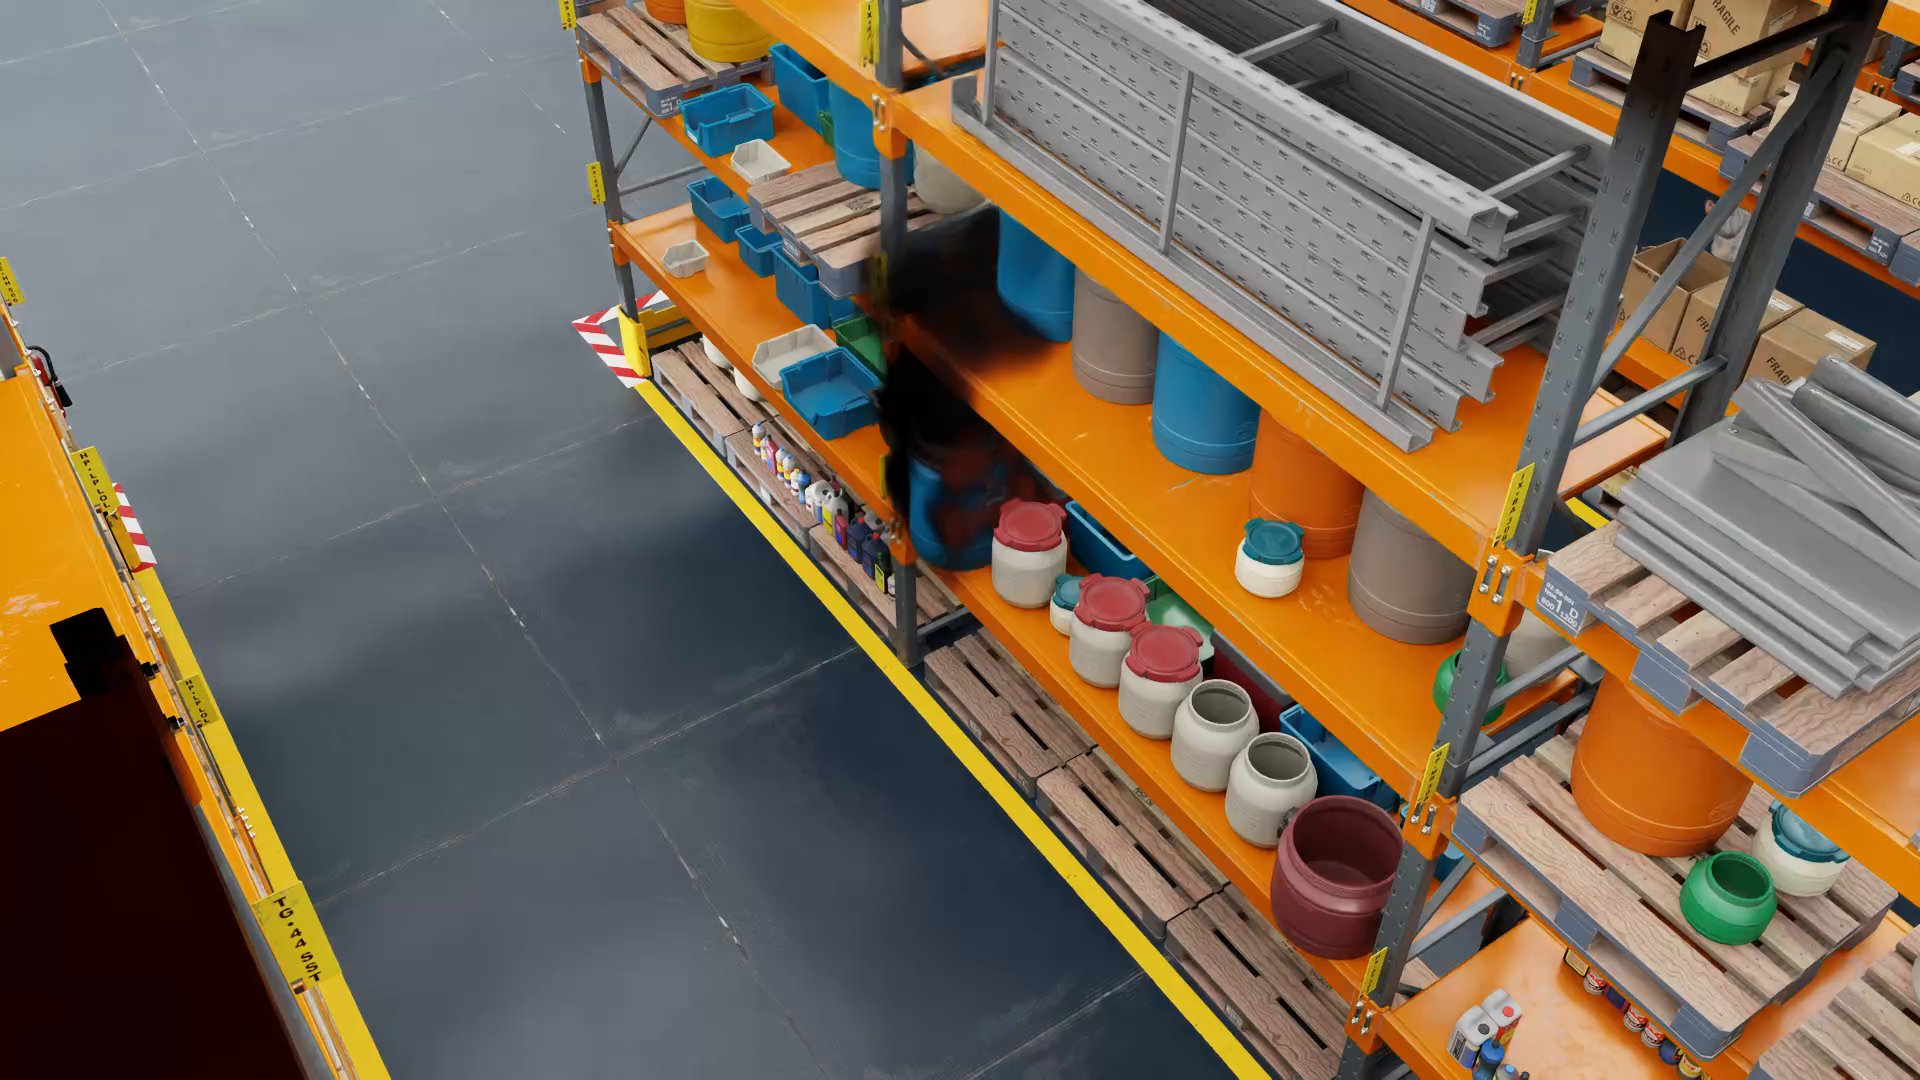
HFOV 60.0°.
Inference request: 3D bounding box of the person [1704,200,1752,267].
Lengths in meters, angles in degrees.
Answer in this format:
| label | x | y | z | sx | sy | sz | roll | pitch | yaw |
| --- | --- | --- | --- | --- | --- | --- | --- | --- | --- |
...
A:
| label | x | y | z | sx | sy | sz | roll | pitch | yaw |
| --- | --- | --- | --- | --- | --- | --- | --- | --- | --- |
| person | 5.997 | -2.182 | 12.823 | 0.638 | 1.811 | 0.877 | -32 | 51 | -30 |
